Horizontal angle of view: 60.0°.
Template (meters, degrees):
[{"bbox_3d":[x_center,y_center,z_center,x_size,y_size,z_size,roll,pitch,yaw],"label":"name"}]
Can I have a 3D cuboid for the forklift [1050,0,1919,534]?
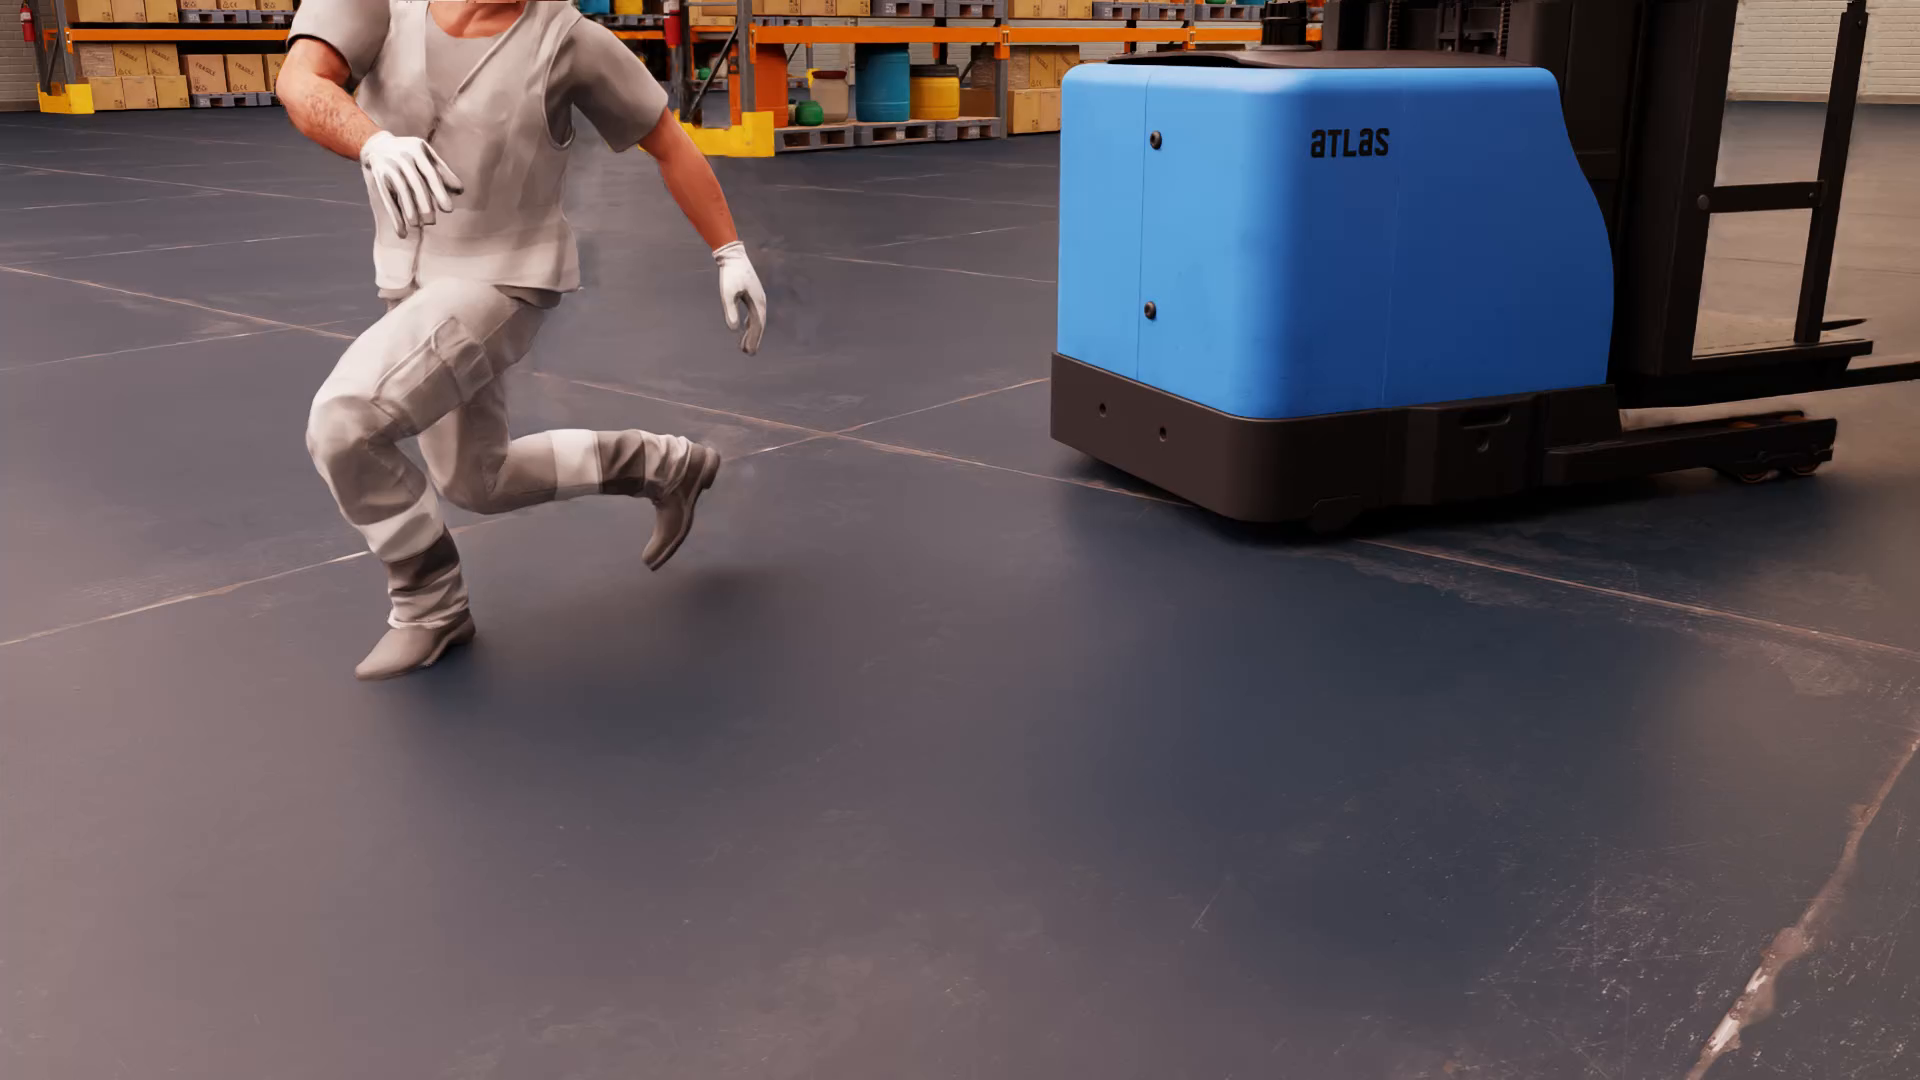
[{"bbox_3d":[1.814,-1.684,4.443,3.031,2.935,1.130,-8,18,-23],"label":"forklift"}]

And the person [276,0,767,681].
[{"bbox_3d":[-0.814,-0.538,3.162,0.670,1.540,0.928,10,20,30],"label":"person"}]
